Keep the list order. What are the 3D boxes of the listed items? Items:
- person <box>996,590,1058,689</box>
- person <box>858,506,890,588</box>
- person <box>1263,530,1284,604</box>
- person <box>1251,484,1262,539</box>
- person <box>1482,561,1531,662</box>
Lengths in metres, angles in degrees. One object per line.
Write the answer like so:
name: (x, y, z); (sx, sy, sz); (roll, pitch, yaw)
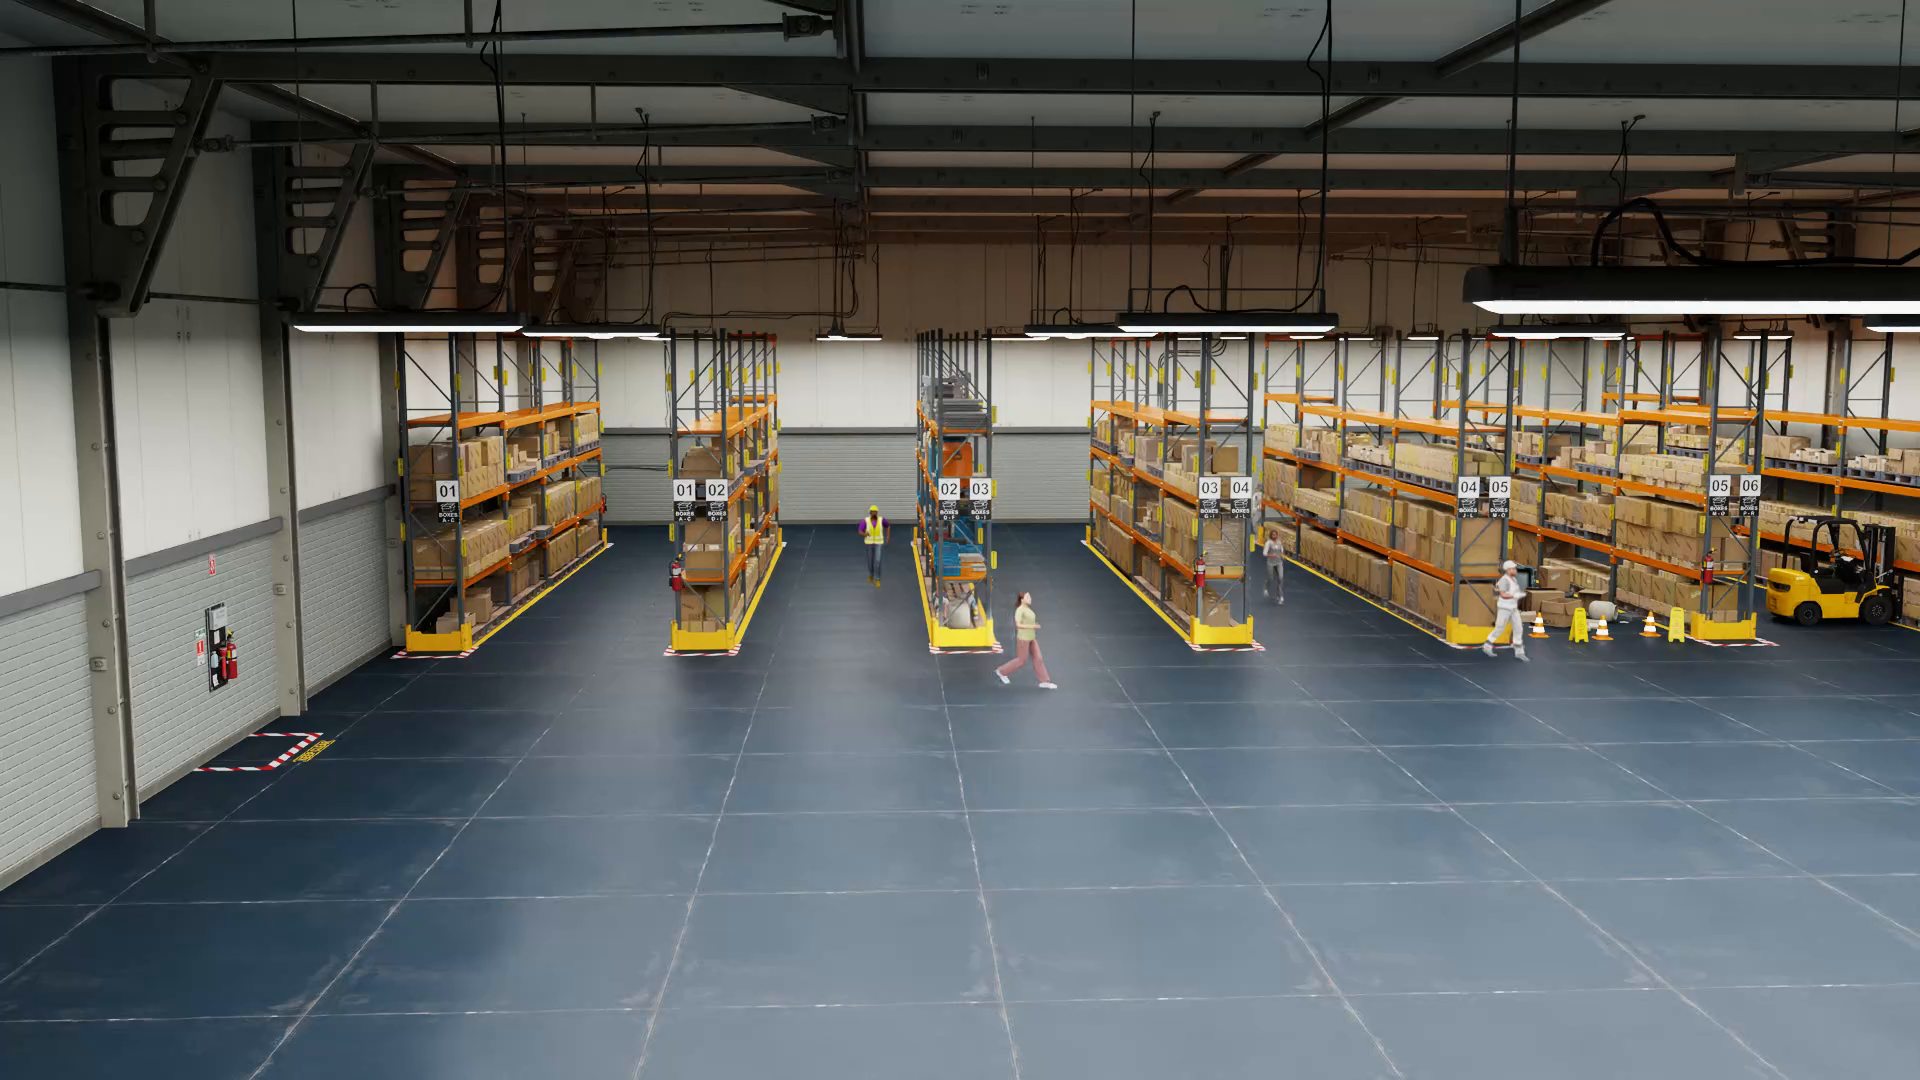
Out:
person: (1.109, 1.637, 27.528); (1.053, 1.626, 0.588); (3, 7, 24)
person: (-1.939, 0.128, 37.550); (0.724, 1.830, 0.774); (0, 7, -3)
person: (6.993, 0.572, 37.005); (0.548, 1.610, 0.861); (-1, 7, -11)
person: (8.807, -0.830, 48.906); (0.555, 1.673, 0.645); (-2, 7, -18)
person: (9.903, 1.271, 30.041); (0.872, 1.809, 0.662); (7, 9, 44)
